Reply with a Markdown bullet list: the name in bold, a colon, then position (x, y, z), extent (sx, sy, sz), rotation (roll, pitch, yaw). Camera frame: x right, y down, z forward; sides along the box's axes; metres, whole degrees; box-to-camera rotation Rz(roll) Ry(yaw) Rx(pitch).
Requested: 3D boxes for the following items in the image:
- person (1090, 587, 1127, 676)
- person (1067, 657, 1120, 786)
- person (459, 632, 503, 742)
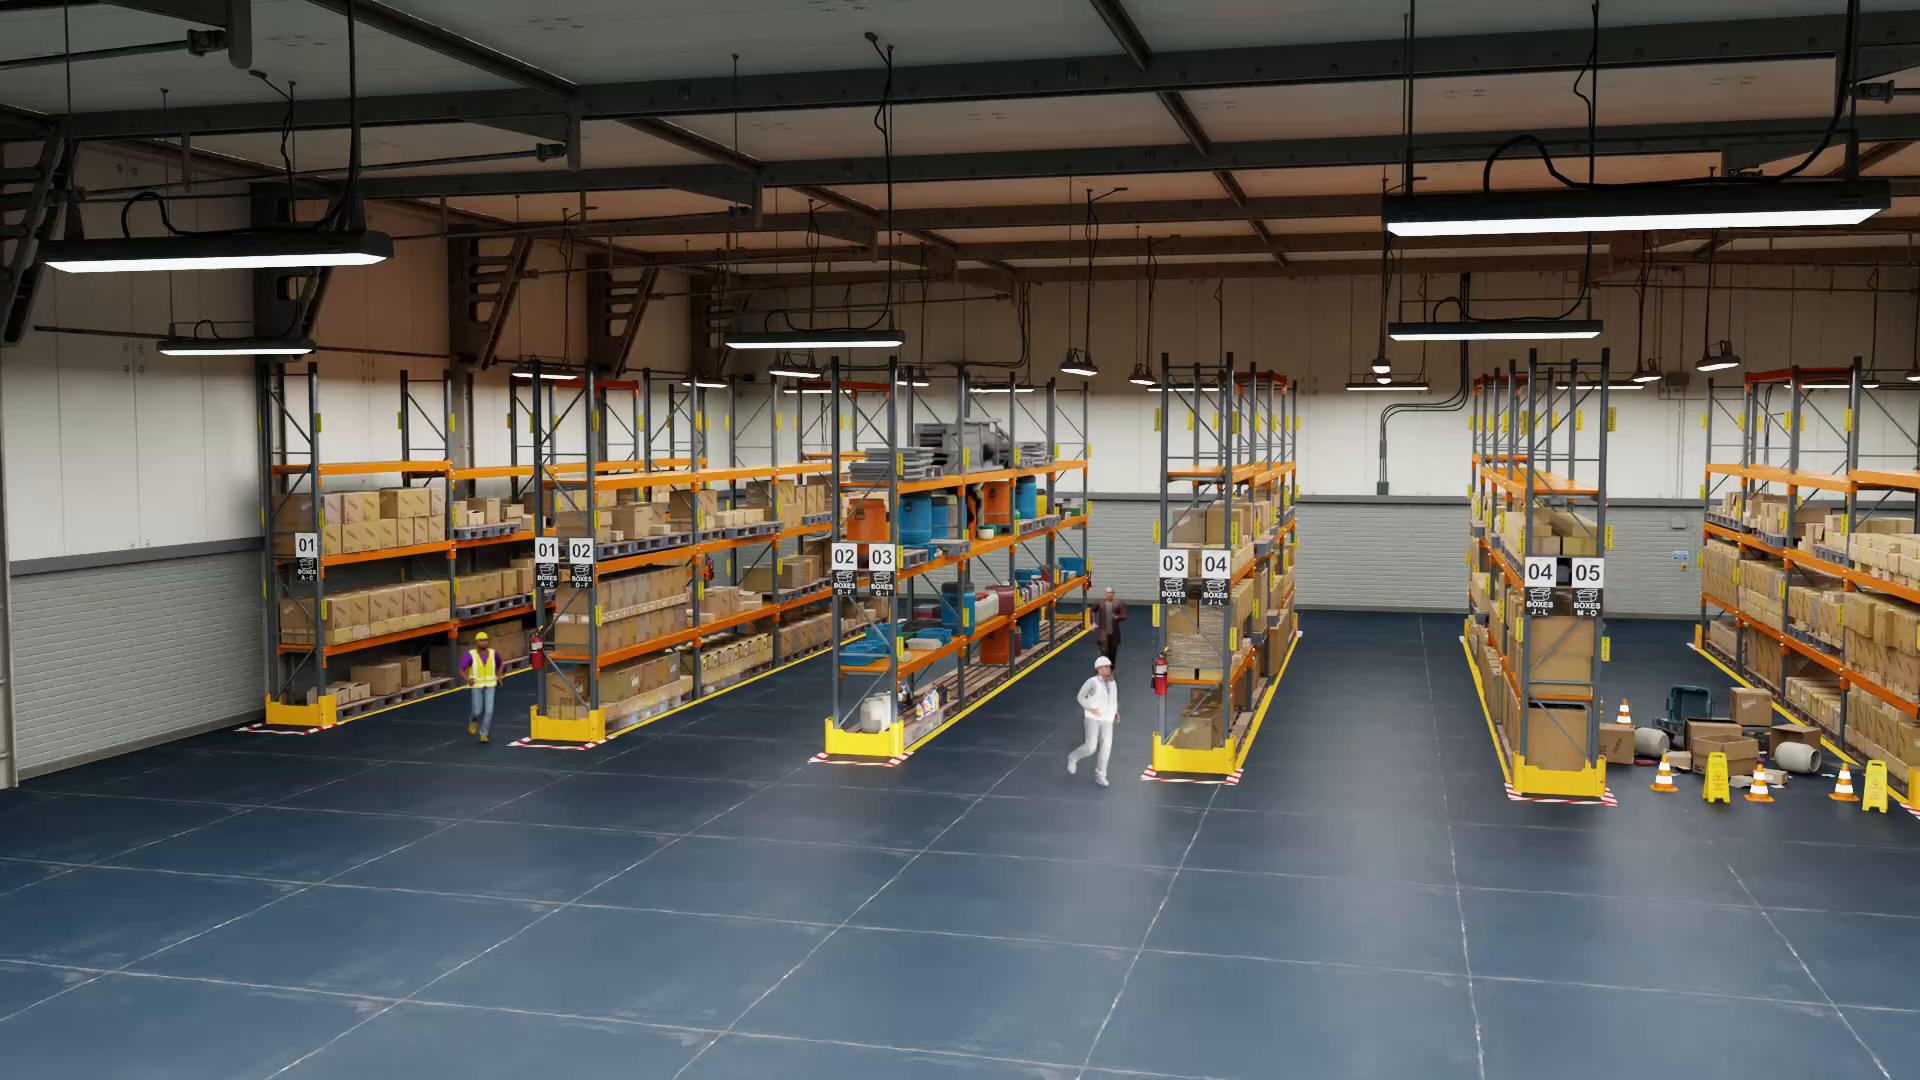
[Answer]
- **person**: position (2.891, 1.835, 32.330), extent (0.681, 1.825, 0.910), rotation (0, 4, -1)
- **person**: position (1.979, 2.502, 23.256), extent (0.714, 1.722, 0.889), rotation (-2, 5, -29)
- **person**: position (-7.504, 2.304, 26.130), extent (0.689, 1.721, 0.545), rotation (-2, 5, -30)
